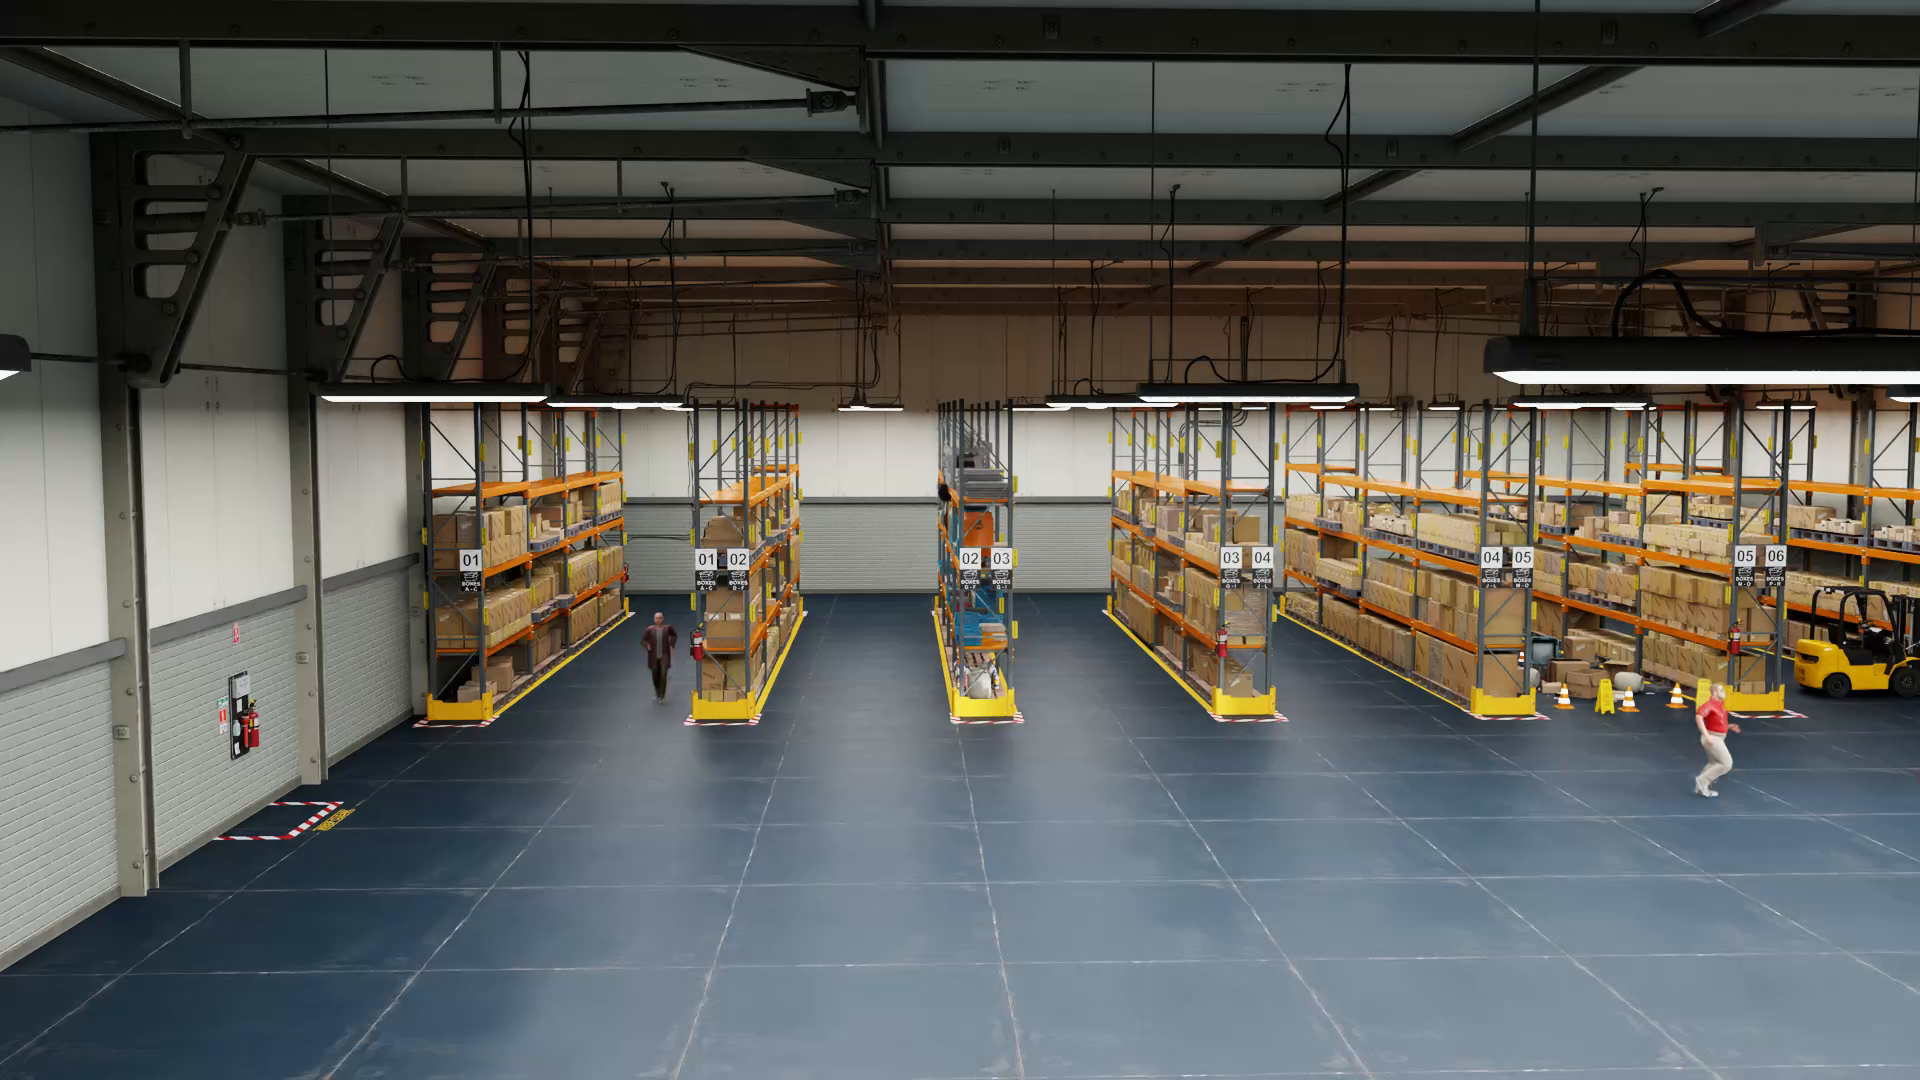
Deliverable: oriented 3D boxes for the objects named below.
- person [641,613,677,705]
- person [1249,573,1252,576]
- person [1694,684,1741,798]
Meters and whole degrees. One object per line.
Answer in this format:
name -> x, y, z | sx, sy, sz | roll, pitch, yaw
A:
person -> -5.981, 2.331, 33.094 | 0.710, 1.784, 1.005 | -1, 4, -9
person -> 8.659, 1.222, 48.659 | 0.916, 1.646, 0.696 | -3, 5, -31
person -> 11.312, 2.990, 24.813 | 0.602, 1.694, 0.668 | 2, 5, 30
